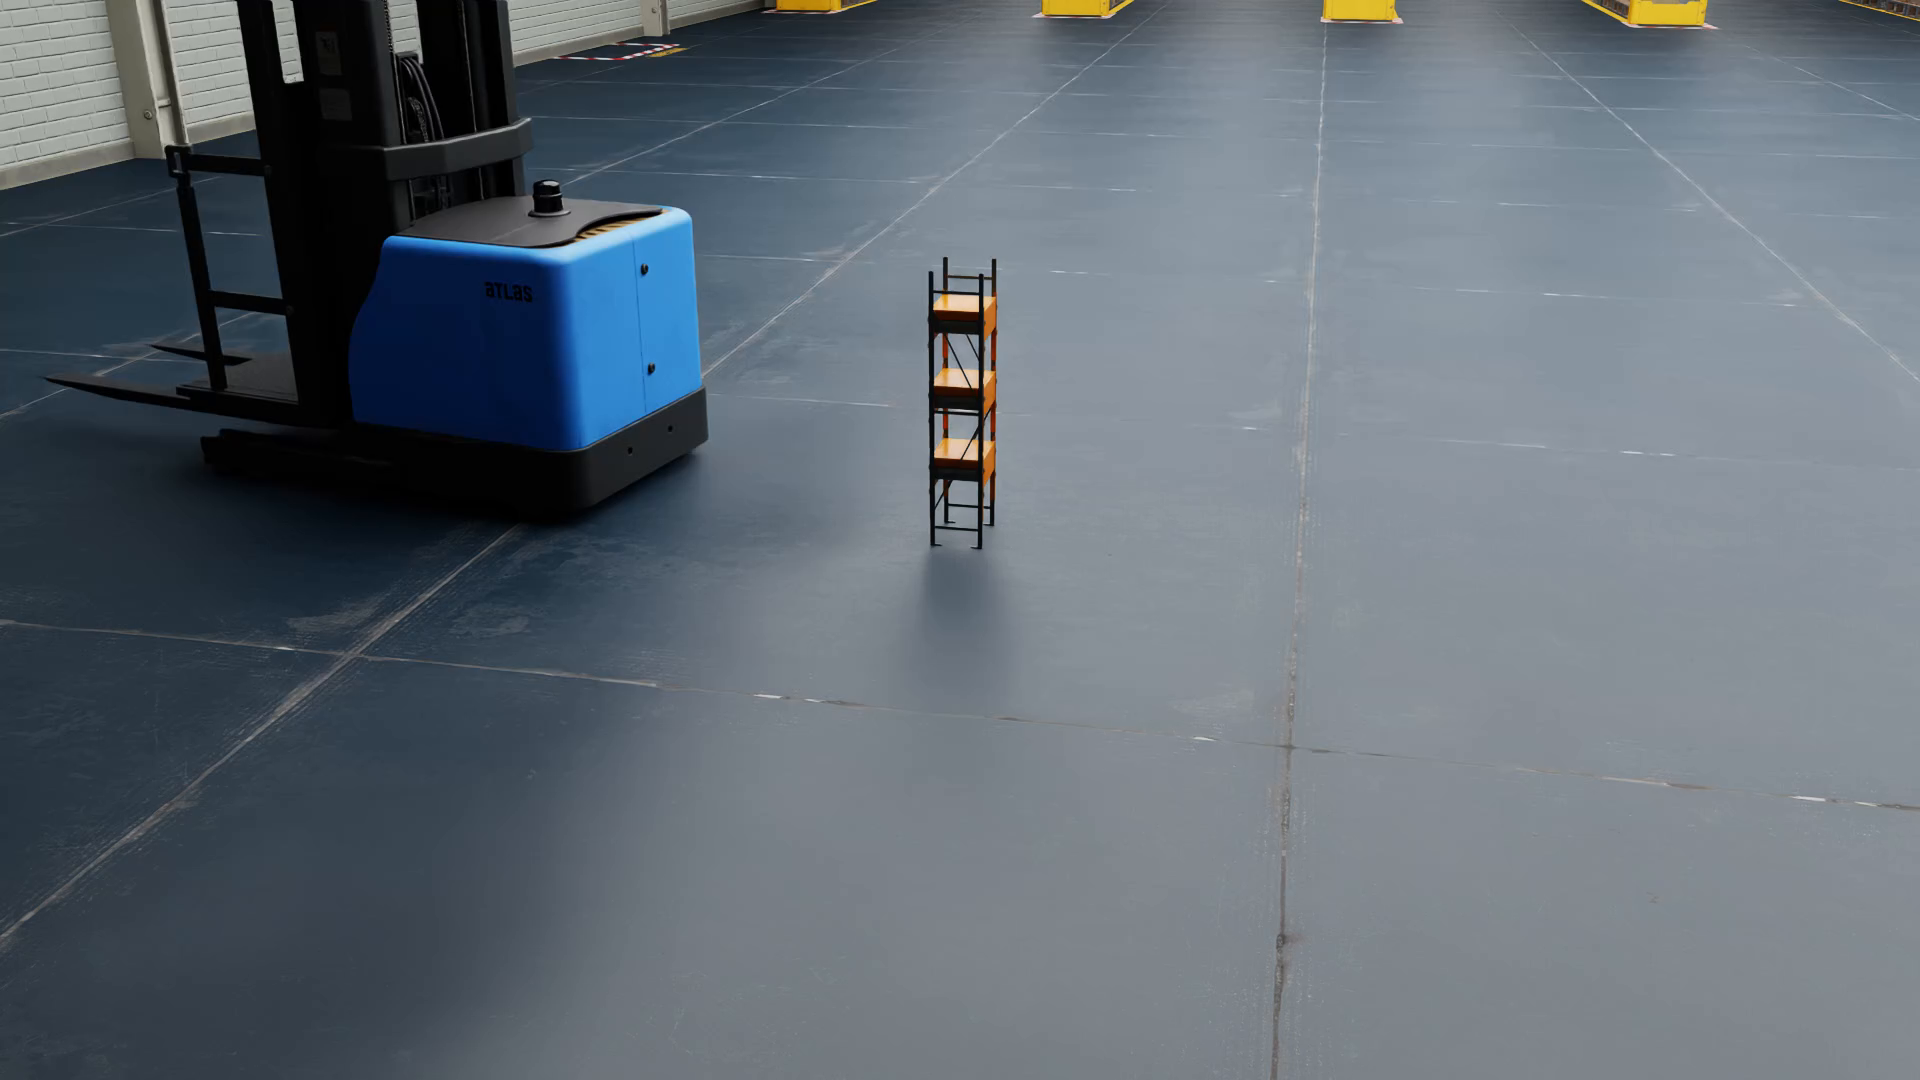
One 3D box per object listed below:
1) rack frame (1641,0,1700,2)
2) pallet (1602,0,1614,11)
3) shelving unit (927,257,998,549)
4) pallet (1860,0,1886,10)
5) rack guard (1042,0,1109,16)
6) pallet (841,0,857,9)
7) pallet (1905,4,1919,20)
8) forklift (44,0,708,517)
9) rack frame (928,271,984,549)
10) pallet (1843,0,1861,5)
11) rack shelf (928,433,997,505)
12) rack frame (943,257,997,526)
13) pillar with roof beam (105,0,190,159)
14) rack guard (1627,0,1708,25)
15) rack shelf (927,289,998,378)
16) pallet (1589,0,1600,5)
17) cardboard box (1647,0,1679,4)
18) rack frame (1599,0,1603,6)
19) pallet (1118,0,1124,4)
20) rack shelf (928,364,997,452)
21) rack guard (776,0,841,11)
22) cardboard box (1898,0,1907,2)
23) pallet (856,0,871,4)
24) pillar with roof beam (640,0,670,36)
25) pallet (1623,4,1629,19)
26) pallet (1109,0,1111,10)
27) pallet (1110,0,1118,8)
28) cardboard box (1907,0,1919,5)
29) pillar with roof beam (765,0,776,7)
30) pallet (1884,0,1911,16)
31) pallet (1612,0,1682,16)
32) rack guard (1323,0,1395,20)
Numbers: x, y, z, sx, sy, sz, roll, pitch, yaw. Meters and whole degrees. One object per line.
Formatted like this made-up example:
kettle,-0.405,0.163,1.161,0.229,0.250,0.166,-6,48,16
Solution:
rack frame,11.752,-9.983,27.126,1.000,3.000,0.127,4,22,11
pallet,12.466,-9.904,30.663,1.003,0.211,1.213,4,22,11
shelving unit,0.011,-0.507,6.206,0.215,1.050,0.252,4,22,11
pallet,17.487,-10.025,30.964,1.003,0.211,1.213,4,22,11
rack guard,2.050,-9.571,29.450,1.175,0.500,0.348,4,22,11
pallet,-2.579,-10.145,31.260,1.003,0.211,1.213,4,22,11
pallet,16.925,-9.018,28.462,1.003,0.211,1.213,4,22,11
forklift,-2.665,-1.792,6.880,3.031,2.935,1.130,9,24,21
rack frame,-0.014,-0.462,6.095,0.200,1.050,0.008,4,22,11
pallet,17.734,-10.473,32.075,1.003,0.211,1.213,4,22,11
rack shelf,0.011,-0.239,6.314,0.215,0.259,0.240,4,22,11
rack frame,0.036,-0.551,6.317,0.200,1.050,0.008,4,22,11
pillar with roof beam,-2.958,-7.309,12.457,9.100,9.000,0.400,4,22,11
rack guard,11.768,-8.851,27.662,1.175,0.500,0.348,4,22,11
rack shelf,0.011,-0.760,6.104,0.215,0.259,0.240,4,22,11
pallet,12.726,-10.437,31.987,1.003,0.211,1.213,4,22,11
cardboard box,11.896,-9.246,28.079,0.500,0.500,0.500,9,24,21
rack frame,12.569,-11.446,30.759,1.000,3.000,0.127,4,22,11
pallet,2.668,-10.621,32.444,1.003,0.211,1.213,4,22,11
rack shelf,0.011,-0.497,6.210,0.215,0.259,0.240,4,22,11
rack guard,-2.780,-9.984,30.475,1.175,0.500,0.348,4,22,11
cardboard box,17.207,-10.015,29.489,0.875,0.875,0.875,5,22,12
pallet,-2.328,-10.589,32.364,1.003,0.211,1.213,4,22,11
pillar with roof beam,-0.509,-11.698,23.354,9.100,9.000,0.400,4,22,11
pallet,11.968,-9.012,28.447,1.003,0.211,1.213,4,22,11
pallet,2.170,-9.729,30.228,1.003,0.211,1.213,4,22,11
pallet,2.421,-10.174,31.333,1.003,0.211,1.213,4,22,11
cardboard box,17.026,-9.686,28.669,0.875,0.875,0.875,5,22,11
pillar with roof beam,0.715,-13.892,28.803,9.100,9.000,0.400,4,22,11
pallet,17.172,-9.465,29.573,1.003,0.211,1.213,4,22,11
pallet,12.219,-9.457,29.552,1.003,0.211,1.213,4,22,11
rack guard,6.873,-9.233,28.609,1.175,0.500,0.348,4,22,11
